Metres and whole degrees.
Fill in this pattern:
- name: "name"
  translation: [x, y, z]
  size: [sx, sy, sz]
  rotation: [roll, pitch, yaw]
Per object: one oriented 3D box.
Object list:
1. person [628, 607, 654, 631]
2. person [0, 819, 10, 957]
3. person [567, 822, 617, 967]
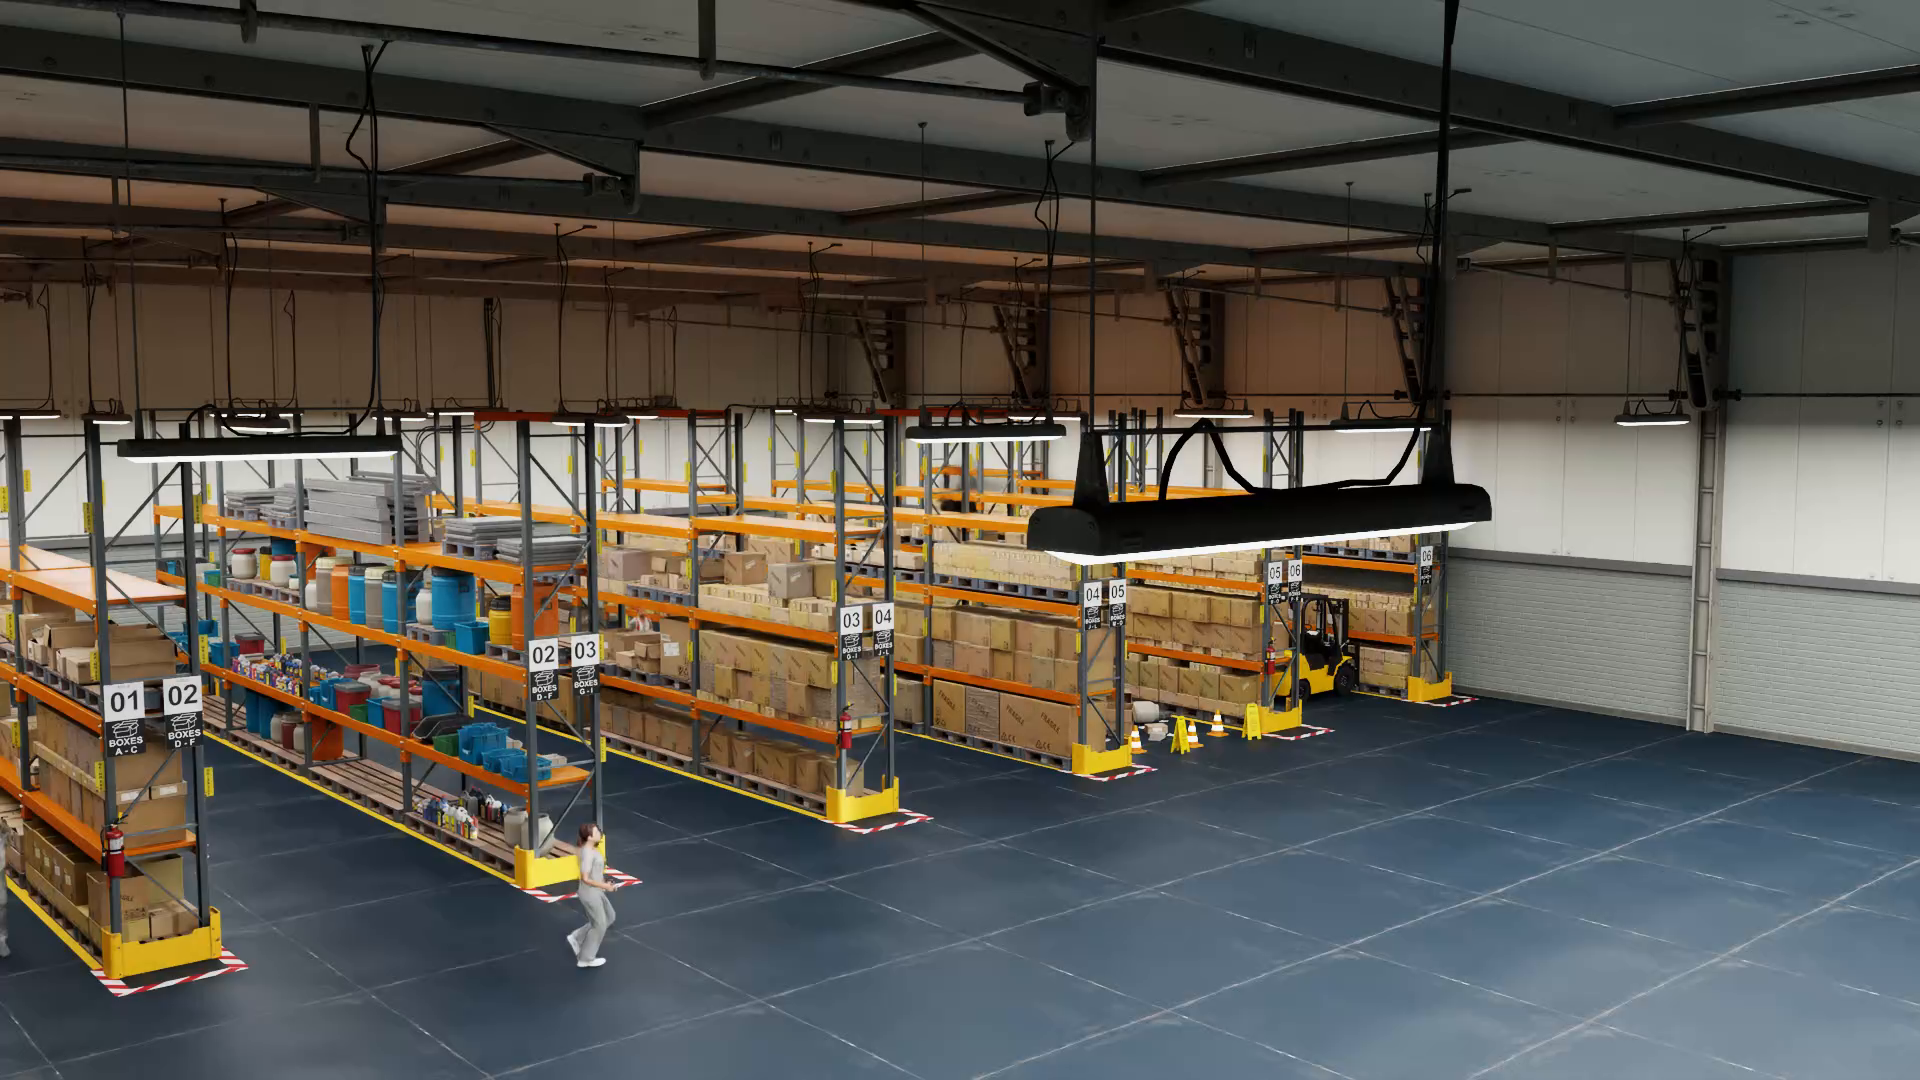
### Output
- name: "person"
  translation: [-6.973, 2.280, 36.296]
  size: [0.657, 1.763, 0.701]
  rotation: [-4, 7, -42]
- name: "person"
  translation: [-11.096, 3.792, 18.884]
  size: [0.643, 1.836, 0.801]
  rotation: [-5, 7, -42]
- name: "person"
  translation: [-4.063, 3.906, 18.336]
  size: [0.553, 1.624, 0.541]
  rotation: [-1, 5, -11]
